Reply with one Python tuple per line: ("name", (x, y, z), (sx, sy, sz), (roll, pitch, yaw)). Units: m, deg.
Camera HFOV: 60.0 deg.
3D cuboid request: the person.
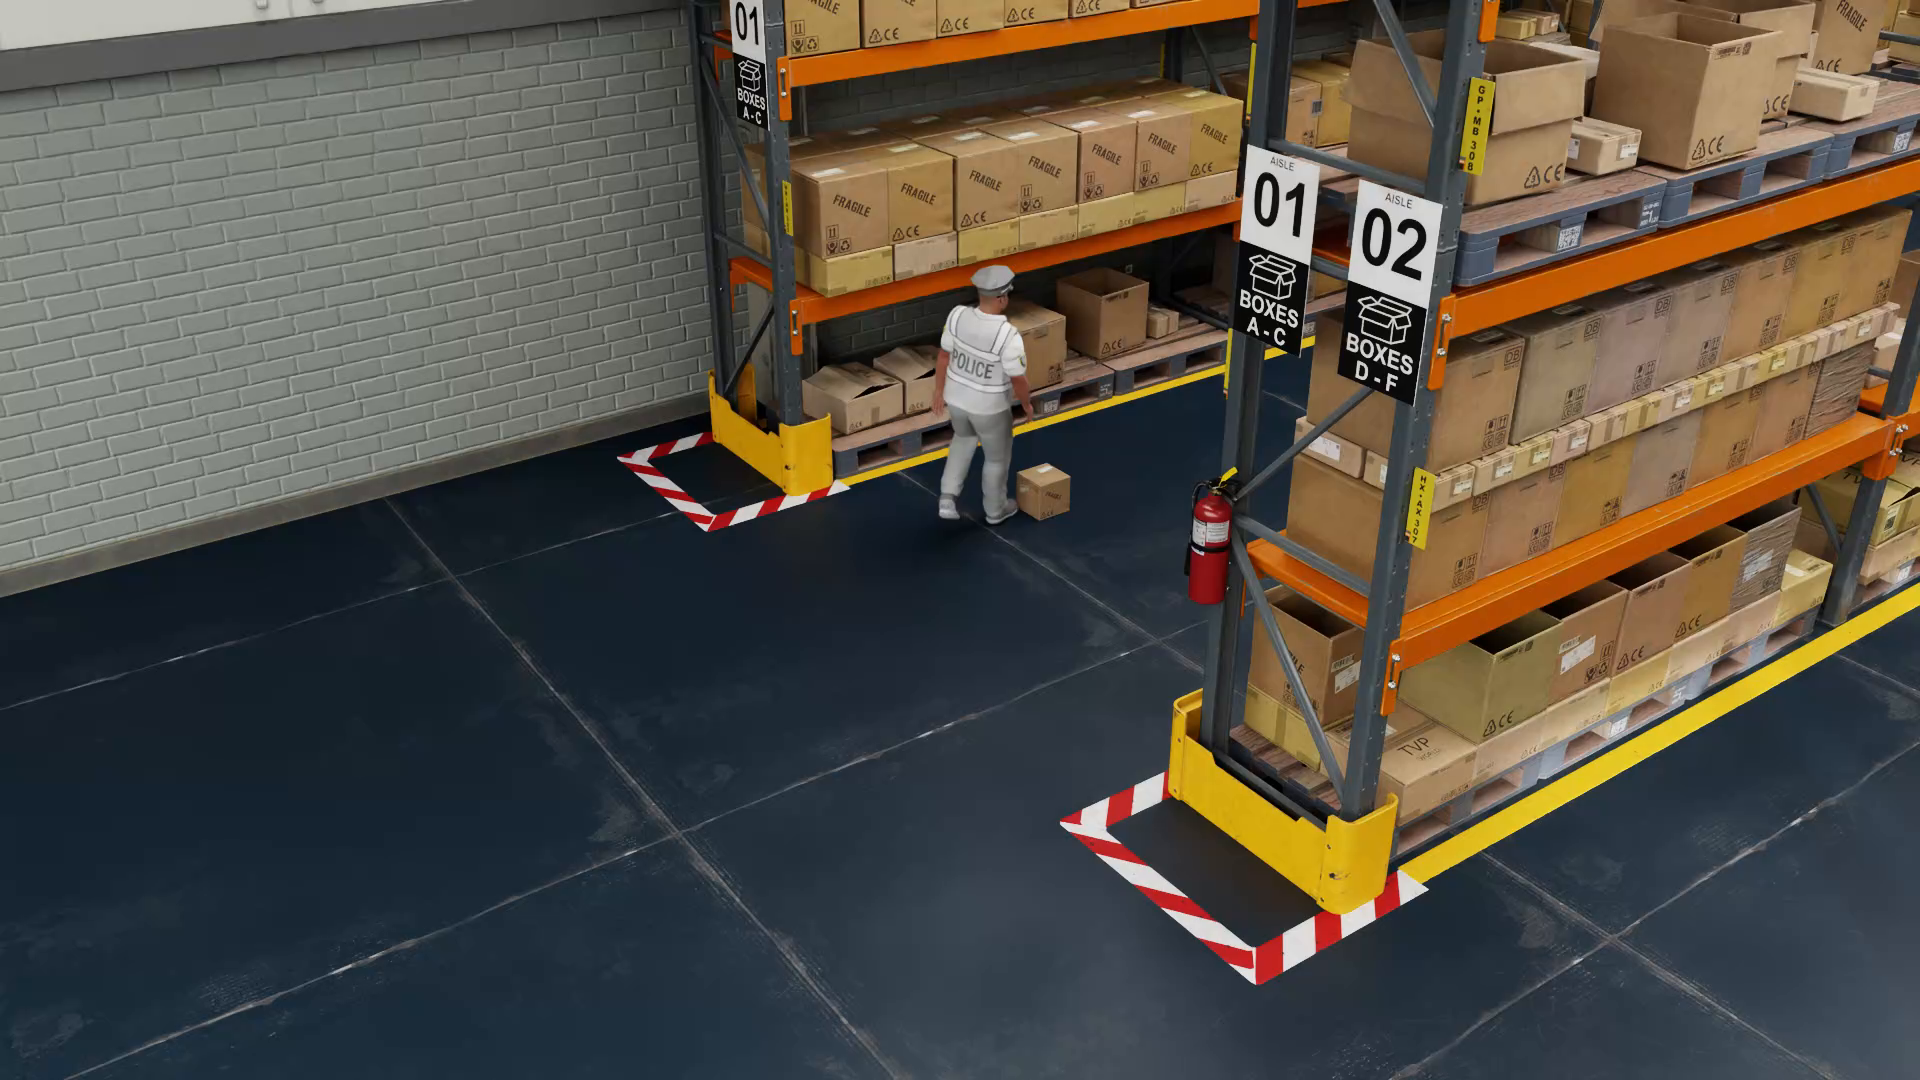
("person", (0.185, -0.872, 10.208), (0.627, 1.755, 0.621), (19, 34, 31))
